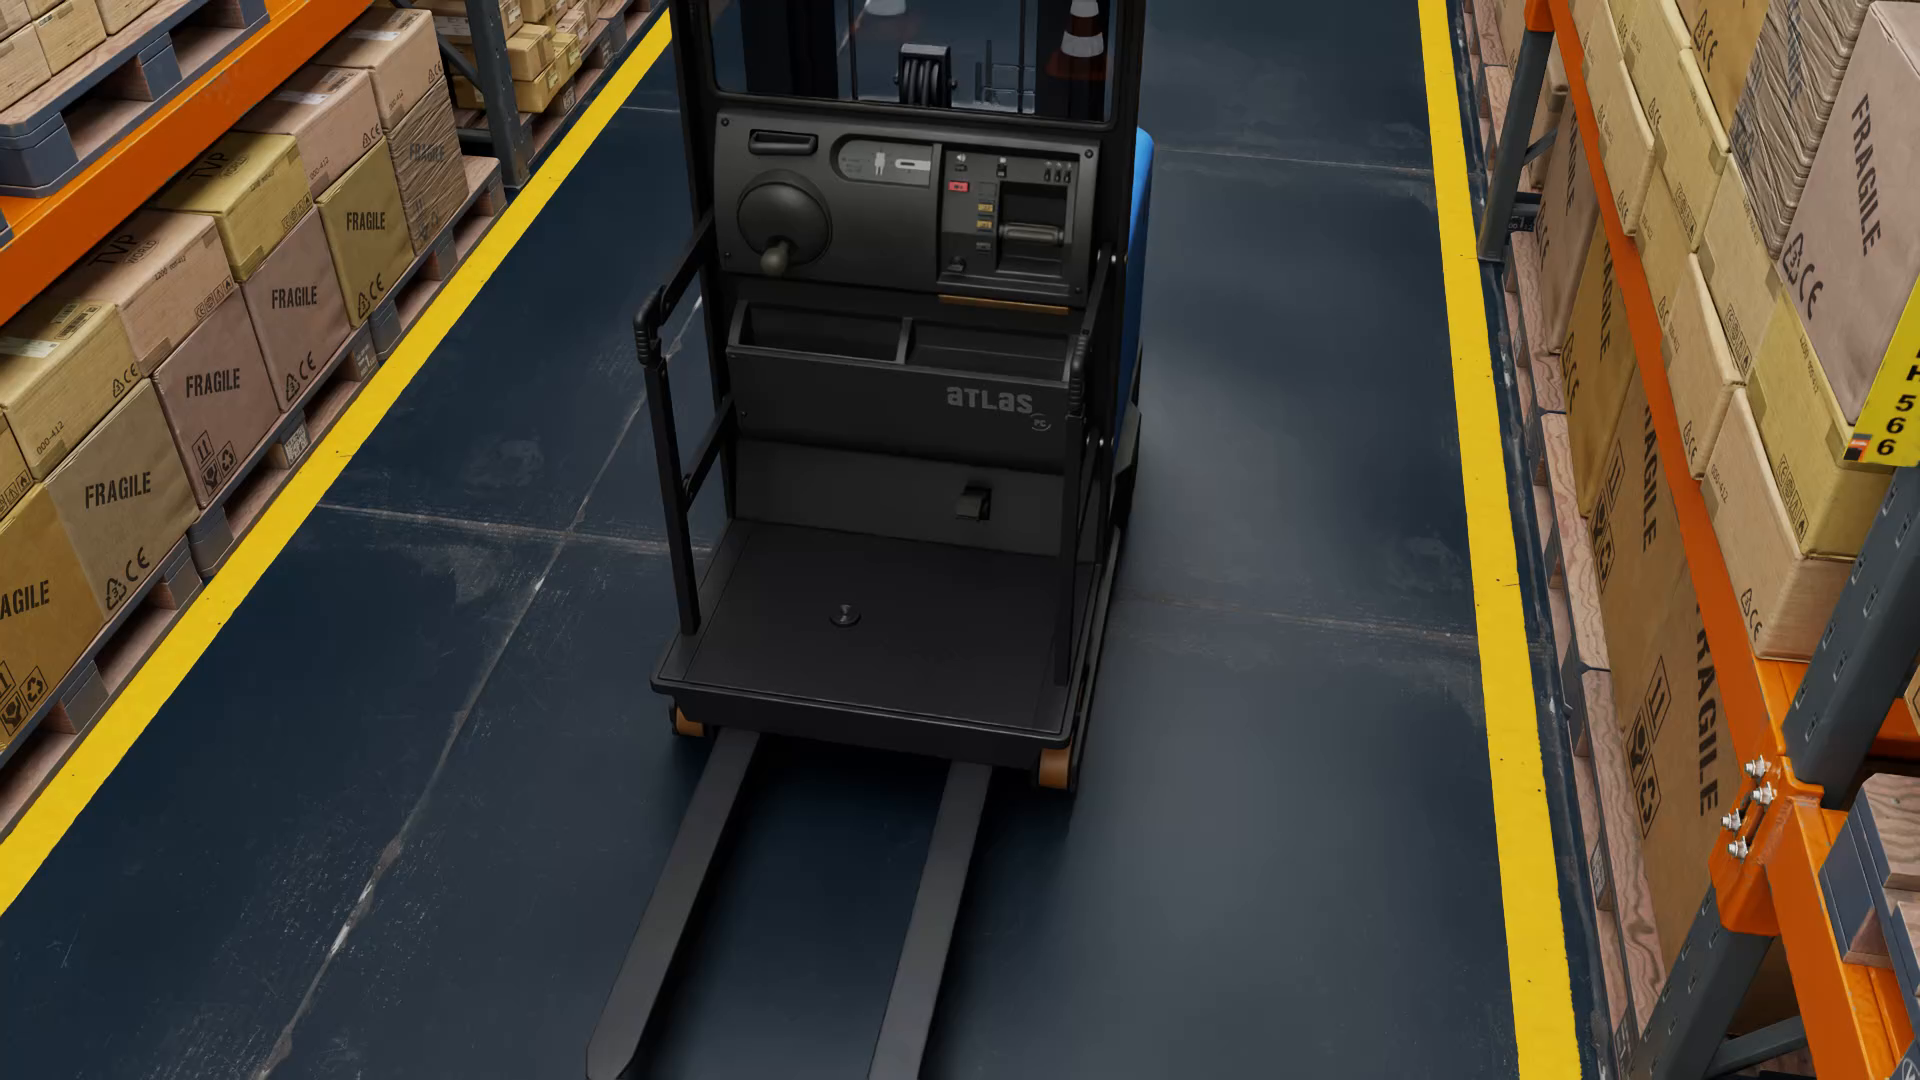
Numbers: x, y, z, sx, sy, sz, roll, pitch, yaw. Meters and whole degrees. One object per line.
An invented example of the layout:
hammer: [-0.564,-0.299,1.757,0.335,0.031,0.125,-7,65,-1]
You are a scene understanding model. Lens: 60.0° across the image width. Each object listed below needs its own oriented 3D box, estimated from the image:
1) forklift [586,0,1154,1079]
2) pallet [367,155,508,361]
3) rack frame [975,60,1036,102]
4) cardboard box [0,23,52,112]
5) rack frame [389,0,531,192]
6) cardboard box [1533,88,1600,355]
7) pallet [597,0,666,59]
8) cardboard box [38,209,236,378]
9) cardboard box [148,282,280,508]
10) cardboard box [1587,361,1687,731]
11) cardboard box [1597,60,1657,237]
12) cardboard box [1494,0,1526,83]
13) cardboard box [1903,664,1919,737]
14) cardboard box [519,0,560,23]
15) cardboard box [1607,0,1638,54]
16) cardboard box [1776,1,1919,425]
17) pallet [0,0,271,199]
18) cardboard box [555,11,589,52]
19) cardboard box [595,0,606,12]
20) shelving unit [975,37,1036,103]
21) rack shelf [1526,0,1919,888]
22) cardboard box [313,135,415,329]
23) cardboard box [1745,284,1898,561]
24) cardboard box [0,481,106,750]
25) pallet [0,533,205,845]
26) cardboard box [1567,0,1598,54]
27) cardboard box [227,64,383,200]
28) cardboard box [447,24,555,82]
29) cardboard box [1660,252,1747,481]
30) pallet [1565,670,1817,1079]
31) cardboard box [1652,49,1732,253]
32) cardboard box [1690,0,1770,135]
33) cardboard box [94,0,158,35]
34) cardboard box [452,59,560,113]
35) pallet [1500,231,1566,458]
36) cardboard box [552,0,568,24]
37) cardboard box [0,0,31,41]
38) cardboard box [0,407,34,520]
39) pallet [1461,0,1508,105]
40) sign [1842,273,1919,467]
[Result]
forklift: [-0.175,-0.723,3.824,1.130,2.935,3.031,7,40,8]
pallet: [-2.474,-1.159,6.486,1.003,0.211,1.213,6,40,8]
rack frame: [0.166,-1.009,5.524,0.240,1.200,0.006,7,39,8]
cardboard box: [-2.575,-1.210,4.228,0.380,0.149,0.250,8,40,9]
rack frame: [-2.341,-2.723,6.189,1.000,3.000,0.127,6,40,8]
cardboard box: [2.524,-1.185,5.667,0.875,0.875,0.875,8,40,9]
pallet: [-2.051,-2.841,8.521,1.003,0.211,1.213,6,40,8]
cardboard box: [-2.489,-0.733,4.826,0.500,0.250,0.500,7,40,8]
cardboard box: [-2.491,-0.465,5.091,0.500,0.500,0.500,5,40,7]
cardboard box: [2.220,-0.057,4.302,0.875,0.875,0.875,7,40,8]
cardboard box: [1.928,-0.978,4.196,0.500,0.250,0.500,6,40,7]
cardboard box: [2.921,-2.359,7.430,0.875,0.438,0.875,5,40,6]
cardboard box: [1.554,0.212,1.998,0.500,0.500,0.500,5,40,6]
cardboard box: [-1.971,-2.375,7.209,0.380,0.149,0.250,8,40,10]
cardboard box: [2.022,-1.486,4.419,0.500,0.250,0.500,7,40,8]
cardboard box: [1.692,-0.507,2.646,0.500,0.500,0.500,5,40,6]
pallet: [-2.731,-1.385,4.722,1.003,0.211,1.213,6,40,8]
cardboard box: [-1.923,-2.308,7.595,0.380,0.149,0.250,6,40,7]
cardboard box: [-1.917,-2.645,8.003,0.380,0.149,0.250,5,40,6]
shelving unit: [0.183,-1.065,5.594,0.258,1.200,0.189,7,39,8]
rack shelf: [2.206,-0.708,4.317,1.077,0.370,4.000,6,40,8]
cardboard box: [-2.310,-1.107,5.867,0.500,0.500,0.500,6,40,7]
cardboard box: [1.693,-0.197,2.859,0.500,0.250,0.500,6,40,8]
cardboard box: [-2.659,0.173,4.318,0.500,0.500,0.500,5,40,6]
pallet: [-2.896,0.372,4.634,1.003,0.211,1.213,6,40,8]
cardboard box: [2.128,-1.610,4.962,0.500,0.250,0.500,5,40,7]
cardboard box: [-2.323,-1.394,5.625,0.500,0.250,0.500,8,40,10]
cardboard box: [-1.963,-2.093,7.101,0.380,0.149,0.250,8,40,10]
cardboard box: [1.765,-0.340,3.425,0.500,0.250,0.500,7,40,8]
pallet: [2.071,0.858,4.046,1.003,0.211,1.213,6,40,8]
cardboard box: [1.847,-0.842,3.640,0.500,0.250,0.500,5,40,7]
cardboard box: [1.865,-1.141,3.413,0.500,0.500,0.500,6,40,8]
cardboard box: [-2.483,-1.531,4.616,0.380,0.149,0.250,5,40,6]
cardboard box: [-1.961,-1.979,7.197,0.380,0.149,0.250,5,40,6]
pallet: [2.493,-0.673,5.898,1.003,0.211,1.213,6,40,8]
cardboard box: [-2.001,-2.418,7.495,0.380,0.149,0.250,6,40,7]
cardboard box: [-2.576,-1.326,4.134,0.380,0.149,0.250,6,40,8]
cardboard box: [-2.675,-0.106,4.068,0.500,0.250,0.500,5,40,6]
pallet: [2.970,-2.402,7.990,1.003,0.211,1.213,6,40,8]
sign: [1.313,-0.235,2.272,0.100,0.325,0.005,6,40,8]
